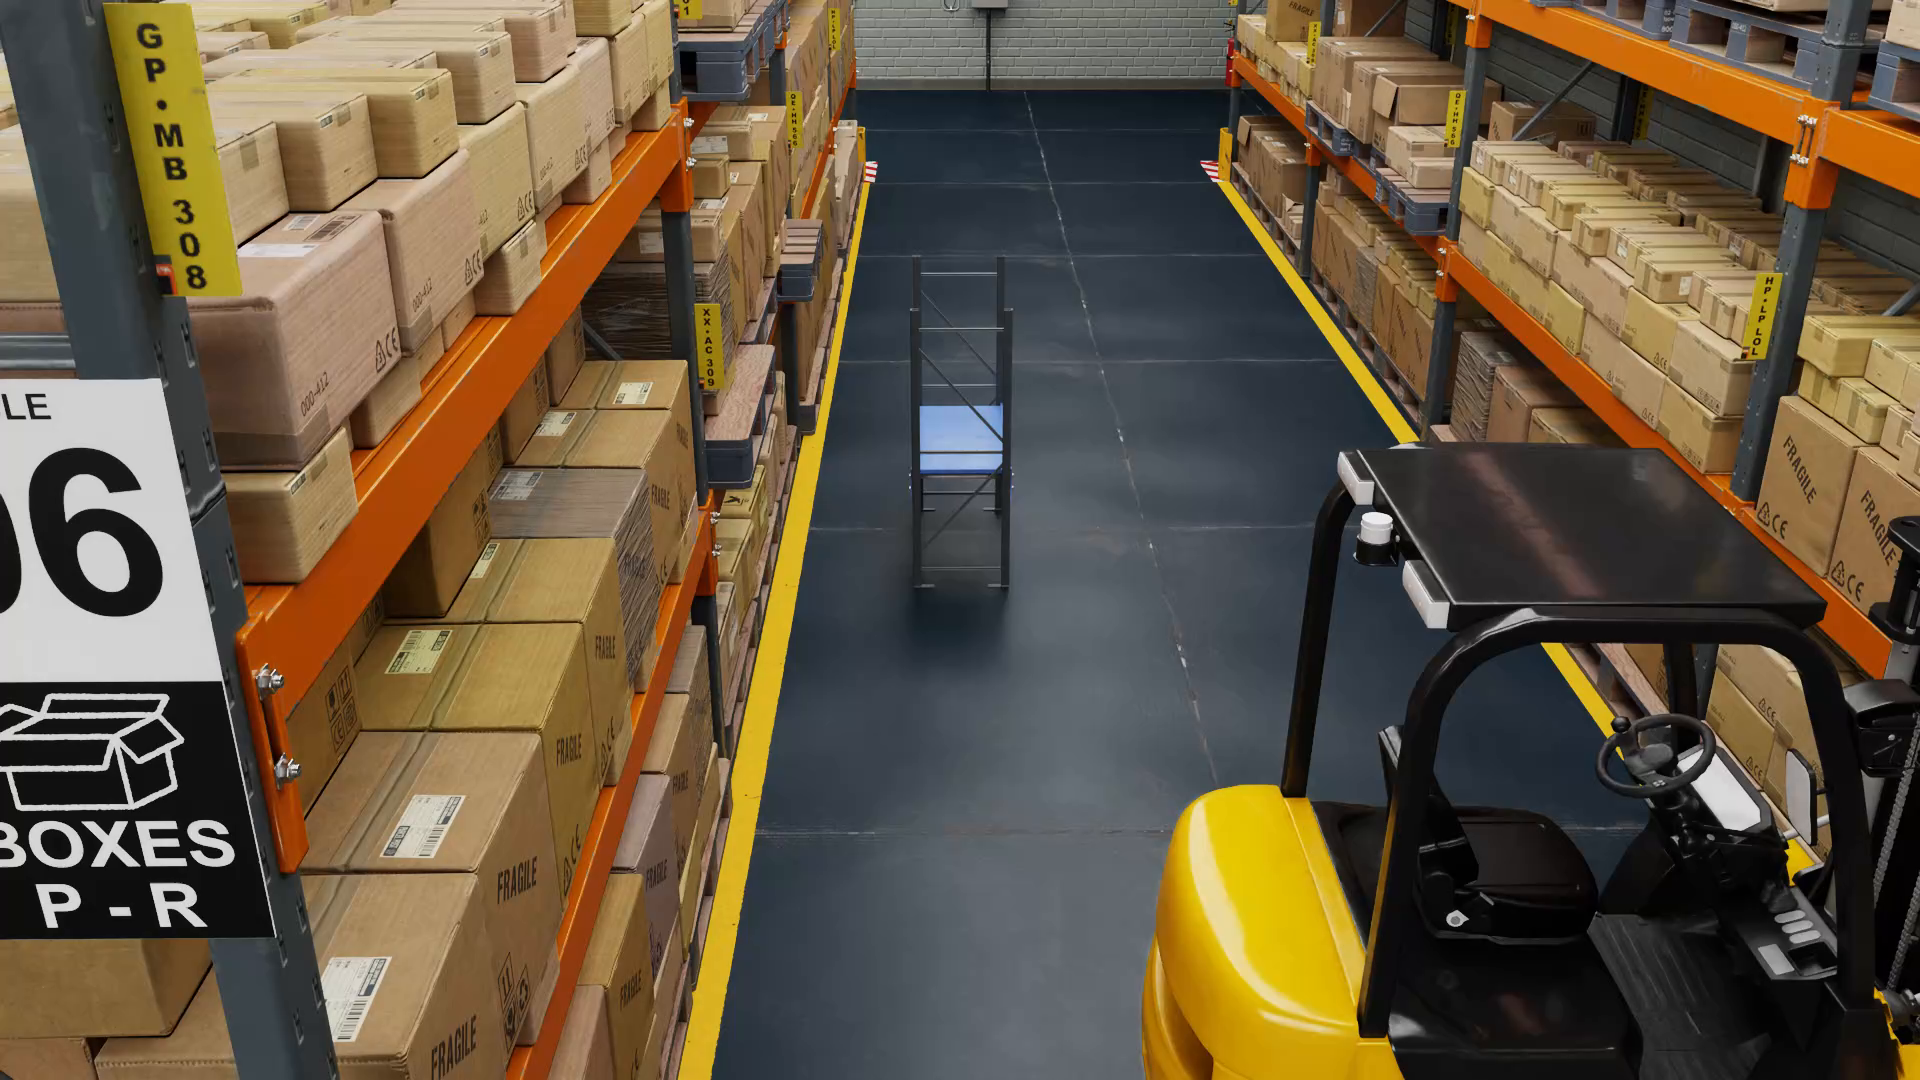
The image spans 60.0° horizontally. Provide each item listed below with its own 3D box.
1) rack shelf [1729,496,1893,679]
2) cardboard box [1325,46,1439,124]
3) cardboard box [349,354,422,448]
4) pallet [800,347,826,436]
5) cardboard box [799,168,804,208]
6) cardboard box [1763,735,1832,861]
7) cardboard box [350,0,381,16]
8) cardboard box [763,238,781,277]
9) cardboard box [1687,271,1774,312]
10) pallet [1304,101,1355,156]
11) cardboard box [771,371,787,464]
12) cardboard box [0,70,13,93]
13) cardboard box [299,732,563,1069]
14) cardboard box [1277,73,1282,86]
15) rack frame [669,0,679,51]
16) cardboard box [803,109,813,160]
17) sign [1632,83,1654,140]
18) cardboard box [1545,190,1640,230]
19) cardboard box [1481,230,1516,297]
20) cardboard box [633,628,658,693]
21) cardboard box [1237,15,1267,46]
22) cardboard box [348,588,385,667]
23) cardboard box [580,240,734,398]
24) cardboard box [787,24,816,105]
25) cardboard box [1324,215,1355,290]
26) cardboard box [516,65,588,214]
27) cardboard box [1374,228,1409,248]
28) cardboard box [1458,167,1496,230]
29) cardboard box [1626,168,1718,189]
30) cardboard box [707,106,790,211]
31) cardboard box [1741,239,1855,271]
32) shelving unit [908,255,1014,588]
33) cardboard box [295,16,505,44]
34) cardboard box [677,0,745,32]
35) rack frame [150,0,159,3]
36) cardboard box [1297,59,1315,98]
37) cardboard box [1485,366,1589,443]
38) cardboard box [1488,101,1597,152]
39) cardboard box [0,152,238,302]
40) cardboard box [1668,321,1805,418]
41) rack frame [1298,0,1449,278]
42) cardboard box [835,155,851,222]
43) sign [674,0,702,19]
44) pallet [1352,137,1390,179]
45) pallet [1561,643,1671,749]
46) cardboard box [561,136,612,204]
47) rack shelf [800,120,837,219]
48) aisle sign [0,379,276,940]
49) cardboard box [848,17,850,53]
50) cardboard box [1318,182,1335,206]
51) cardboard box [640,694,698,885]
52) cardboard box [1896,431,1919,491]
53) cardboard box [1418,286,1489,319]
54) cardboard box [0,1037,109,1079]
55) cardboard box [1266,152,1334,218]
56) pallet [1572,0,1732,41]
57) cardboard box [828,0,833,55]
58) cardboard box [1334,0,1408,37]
[{"bbox_3d":[3.516,0.815,4.680,1.077,0.370,4.000,0,24,-1],"label":"rack shelf"},{"bbox_3d":[3.194,-3.456,12.621,0.700,0.500,0.500,0,24,0],"label":"cardboard box"},{"bbox_3d":[-1.166,-0.272,2.876,0.380,0.149,0.250,0,24,1],"label":"cardboard box"},{"bbox_3d":[-1.446,-1.016,11.239,1.003,0.211,1.213,0,24,-1],"label":"pallet"},{"bbox_3d":[-1.290,-2.307,10.893,0.500,0.250,0.500,-1,24,-2],"label":"cardboard box"},{"bbox_3d":[3.198,0.905,5.829,0.500,0.250,0.500,0,24,-1],"label":"cardboard box"},{"bbox_3d":[-1.737,-1.371,4.338,0.380,0.149,0.250,-1,24,-2],"label":"cardboard box"},{"bbox_3d":[-1.139,-1.473,8.662,0.380,0.149,0.250,0,24,0],"label":"cardboard box"},{"bbox_3d":[3.297,-1.025,6.967,0.380,0.149,0.250,0,24,-1],"label":"cardboard box"},{"bbox_3d":[3.306,-3.216,12.953,1.003,0.211,1.213,0,24,-1],"label":"pallet"},{"bbox_3d":[-1.517,-0.722,9.886,0.950,0.372,0.625,-2,24,-4],"label":"cardboard box"},{"bbox_3d":[-1.661,-0.734,2.931,0.380,0.149,0.250,0,24,0],"label":"cardboard box"},{"bbox_3d":[-1.162,0.745,3.481,0.500,0.500,0.500,0,24,1],"label":"cardboard box"},{"bbox_3d":[3.152,-4.285,15.389,0.380,0.149,0.250,0,24,-1],"label":"cardboard box"},{"bbox_3d":[-1.469,-3.046,5.065,1.000,3.000,0.127,0,24,-1],"label":"rack frame"},{"bbox_3d":[-1.269,-2.749,11.263,0.500,0.250,0.500,0,24,-1],"label":"cardboard box"},{"bbox_3d":[4.005,-2.516,9.768,0.100,0.325,0.005,0,24,-1],"label":"sign"},{"bbox_3d":[3.184,-1.661,8.375,0.380,0.149,0.250,0,24,1],"label":"cardboard box"},{"bbox_3d":[3.211,-1.525,9.164,0.500,0.250,0.500,-1,24,-2],"label":"cardboard box"},{"bbox_3d":[-1.147,0.351,5.138,0.380,0.149,0.250,-1,24,-1],"label":"cardboard box"},{"bbox_3d":[3.099,-5.160,16.841,0.500,0.250,0.500,0,24,0],"label":"cardboard box"},{"bbox_3d":[-1.756,0.071,3.757,0.700,0.500,0.500,-1,24,-1],"label":"cardboard box"},{"bbox_3d":[-1.188,-0.880,6.563,0.500,0.500,0.500,0,24,1],"label":"cardboard box"},{"bbox_3d":[-1.281,-3.292,11.554,0.500,0.500,0.500,0,24,0],"label":"cardboard box"},{"bbox_3d":[3.203,-2.266,13.143,0.500,0.500,0.500,-1,24,-1],"label":"cardboard box"},{"bbox_3d":[-1.177,-0.938,3.866,0.500,0.250,0.500,0,24,1],"label":"cardboard box"},{"bbox_3d":[3.254,-2.183,12.174,0.380,0.149,0.250,0,24,0],"label":"cardboard box"},{"bbox_3d":[3.186,-1.960,9.519,0.500,0.250,0.500,0,24,-1],"label":"cardboard box"},{"bbox_3d":[3.785,-1.878,8.853,0.380,0.149,0.250,-1,24,-2],"label":"cardboard box"},{"bbox_3d":[-1.230,-2.147,9.366,0.500,0.500,0.500,-1,24,-2],"label":"cardboard box"},{"bbox_3d":[3.752,-1.245,7.454,0.380,0.149,0.250,0,24,-1],"label":"cardboard box"},{"bbox_3d":[0.001,-0.648,8.863,0.538,1.500,1.048,0,24,-1],"label":"shelving unit"},{"bbox_3d":[-1.211,-1.055,3.639,0.380,0.149,0.250,0,24,1],"label":"cardboard box"},{"bbox_3d":[-1.075,-2.045,6.164,0.500,0.250,0.500,-1,24,-2],"label":"cardboard box"},{"bbox_3d":[-6.505,-3.545,13.449,1.000,3.000,0.127,0,24,-1],"label":"rack frame"},{"bbox_3d":[3.157,-3.909,14.074,0.500,0.250,0.500,0,24,1],"label":"cardboard box"},{"bbox_3d":[3.459,-0.568,9.238,0.875,0.625,0.625,1,24,1],"label":"cardboard box"},{"bbox_3d":[3.601,-2.435,10.362,0.500,0.500,0.500,1,24,2],"label":"cardboard box"},{"bbox_3d":[-1.226,-0.427,2.252,0.380,0.149,0.250,0,24,-1],"label":"cardboard box"},{"bbox_3d":[3.233,-0.697,6.727,0.500,0.250,0.500,-1,24,-2],"label":"cardboard box"},{"bbox_3d":[3.407,-3.633,13.643,1.000,3.000,0.127,0,24,-1],"label":"rack frame"},{"bbox_3d":[-1.466,-3.261,15.420,0.875,0.438,0.875,-1,24,-2],"label":"cardboard box"},{"bbox_3d":[-0.927,-1.921,5.589,0.100,0.325,0.005,0,24,-1],"label":"sign"},{"bbox_3d":[3.425,-2.699,11.810,1.003,0.211,1.213,0,24,-1],"label":"pallet"},{"bbox_3d":[3.447,0.630,7.600,1.003,0.211,1.213,0,24,-1],"label":"pallet"},{"bbox_3d":[-1.164,-1.012,4.513,0.380,0.149,0.250,0,24,1],"label":"cardboard box"},{"bbox_3d":[-1.535,-2.457,11.916,1.077,0.370,4.000,0,24,-1],"label":"rack shelf"},{"bbox_3d":[-1.115,0.175,2.068,0.394,0.787,0.004,0,24,-1],"label":"aisle sign"},{"bbox_3d":[-1.340,-4.899,16.320,0.500,0.500,0.500,-1,24,-2],"label":"cardboard box"},{"bbox_3d":[3.145,-2.832,13.608,0.380,0.149,0.250,1,24,2],"label":"cardboard box"},{"bbox_3d":[-1.187,0.859,5.627,0.500,0.500,0.500,0,24,0],"label":"cardboard box"},{"bbox_3d":[3.198,-0.229,5.208,0.380,0.149,0.250,0,24,1],"label":"cardboard box"},{"bbox_3d":[3.192,-1.535,10.741,0.380,0.149,0.250,-1,24,-3],"label":"cardboard box"},{"bbox_3d":[-1.707,0.932,3.067,0.500,0.500,0.500,-1,24,-1],"label":"cardboard box"},{"bbox_3d":[3.257,-3.301,15.433,0.700,0.500,0.500,-1,24,-3],"label":"cardboard box"},{"bbox_3d":[3.562,-2.525,7.783,1.003,0.211,1.213,1,24,2],"label":"pallet"},{"bbox_3d":[-1.320,-4.308,13.800,0.500,0.500,0.500,0,24,0],"label":"cardboard box"},{"bbox_3d":[3.657,-4.657,14.817,0.500,0.500,0.500,-1,24,-2],"label":"cardboard box"}]
